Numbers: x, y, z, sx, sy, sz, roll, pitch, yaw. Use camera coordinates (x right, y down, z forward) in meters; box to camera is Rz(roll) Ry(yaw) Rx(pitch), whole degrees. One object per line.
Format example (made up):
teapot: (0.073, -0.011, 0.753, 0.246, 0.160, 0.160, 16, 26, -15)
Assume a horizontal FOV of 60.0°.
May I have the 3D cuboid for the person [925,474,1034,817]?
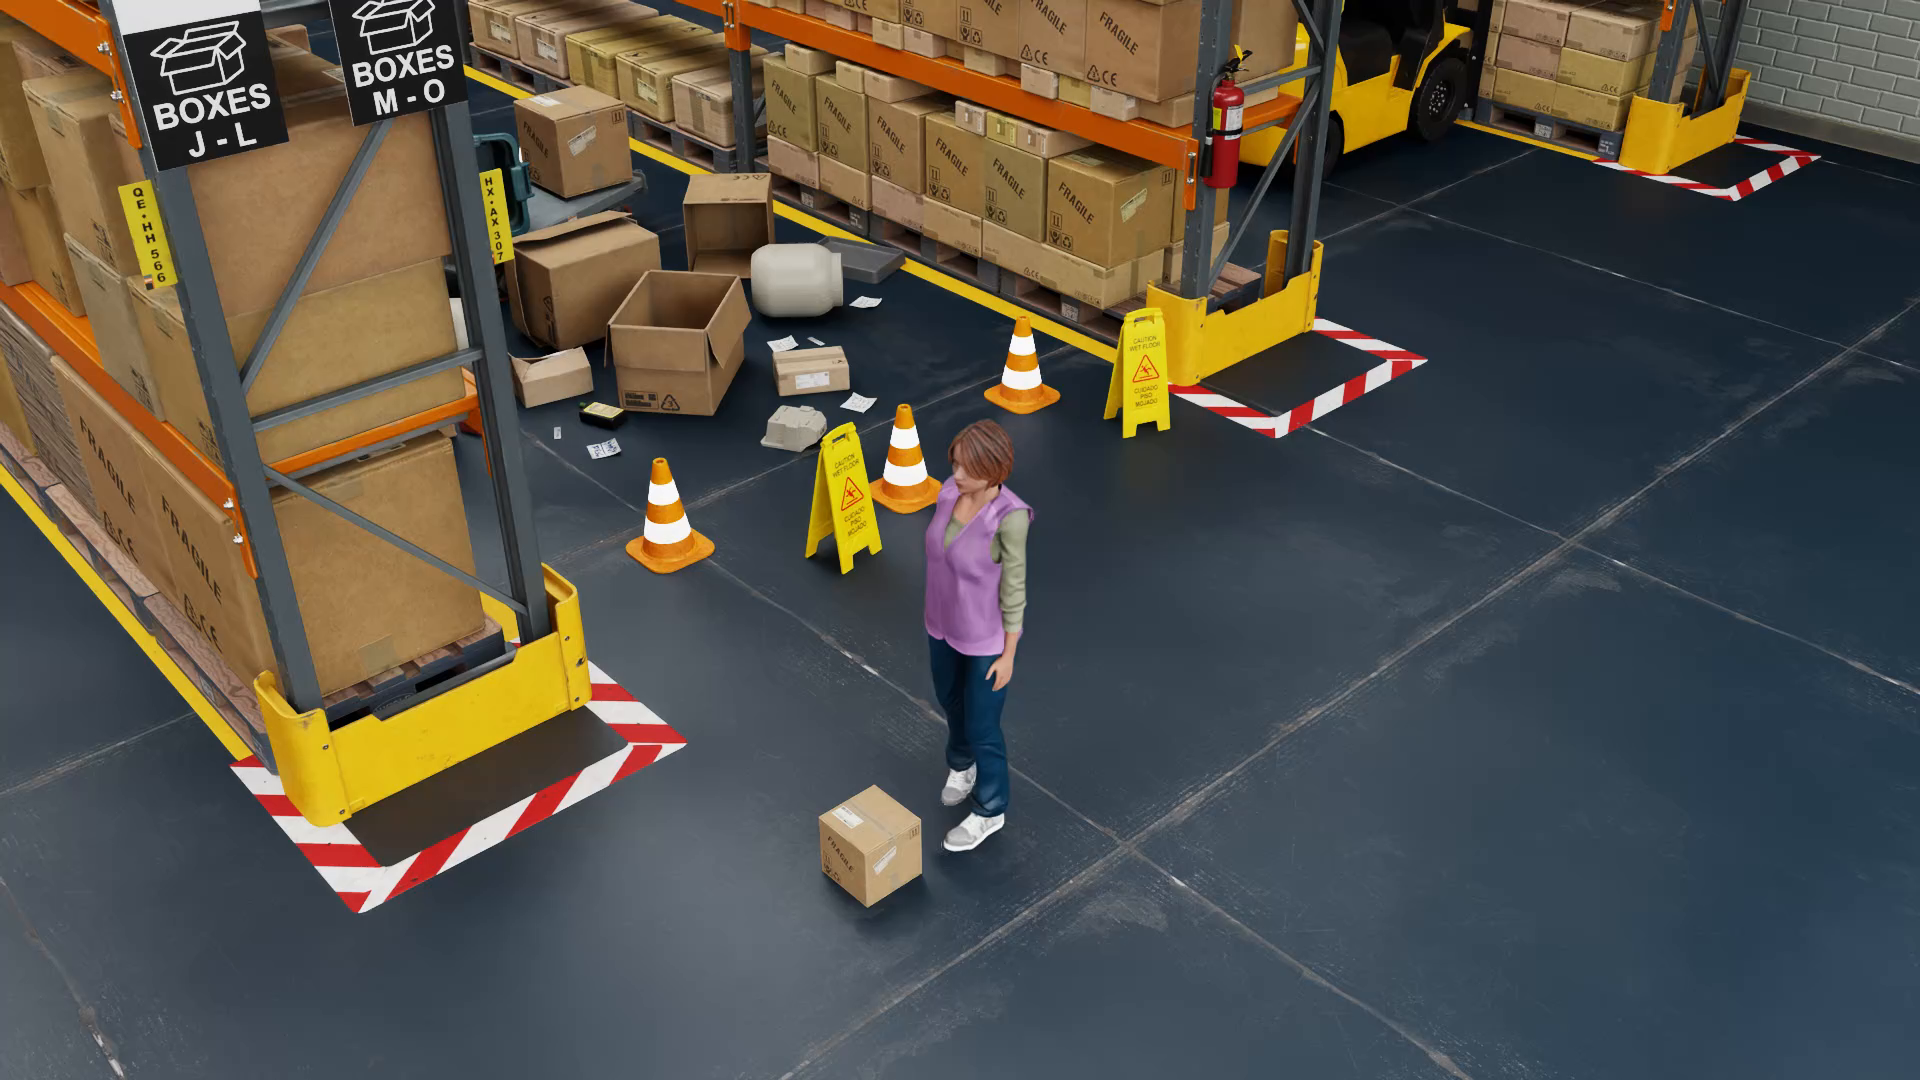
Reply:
person: (0.066, 0.377, 5.697, 0.339, 1.306, 0.428, -25, 40, -34)
